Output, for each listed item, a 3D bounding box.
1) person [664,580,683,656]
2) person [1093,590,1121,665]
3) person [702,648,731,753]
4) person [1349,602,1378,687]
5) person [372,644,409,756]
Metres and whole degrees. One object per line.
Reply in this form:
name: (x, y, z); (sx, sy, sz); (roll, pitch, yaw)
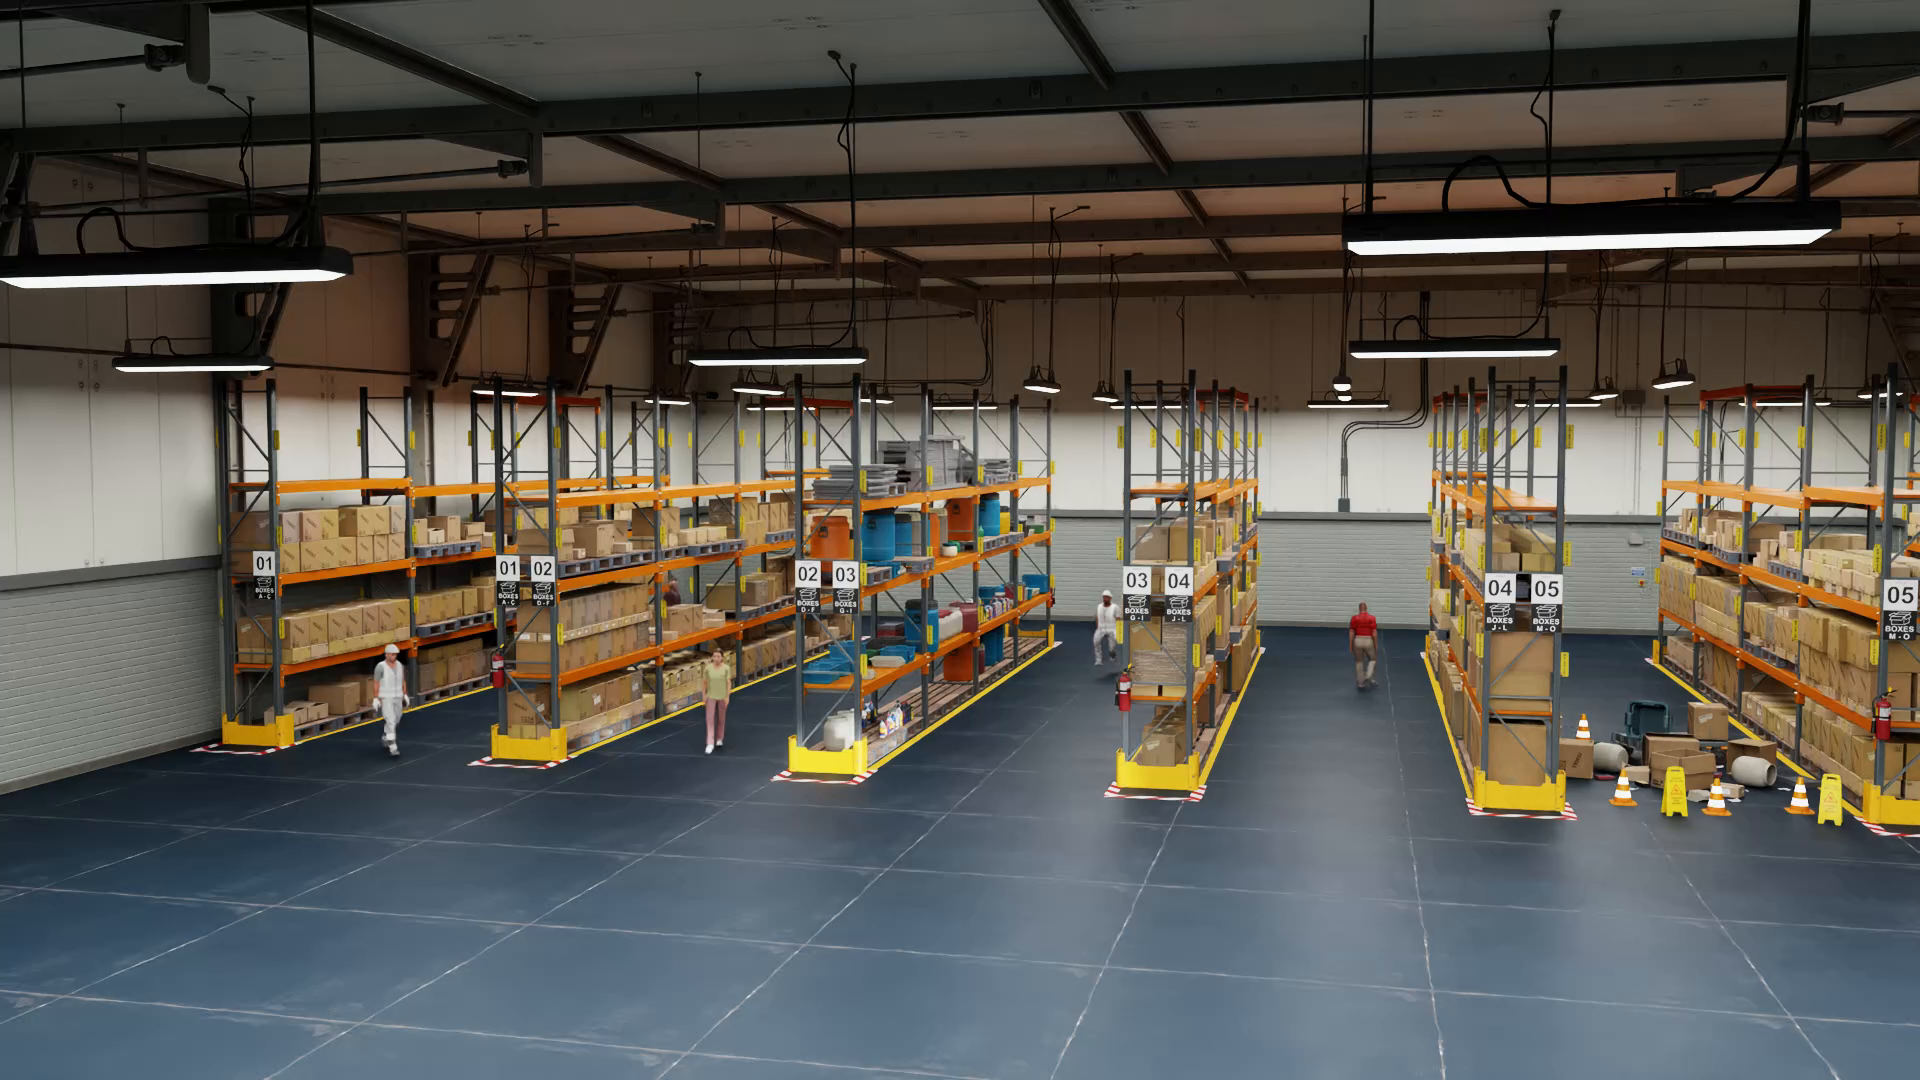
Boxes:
person: (-6.637, 1.809, 38.457); (0.666, 1.737, 1.035); (2, 4, 35)
person: (3.093, 1.845, 35.150); (0.600, 1.547, 1.077); (1, 4, 16)
person: (-3.920, 2.553, 26.819); (0.479, 1.626, 0.928); (-1, 4, -14)
person: (8.172, 2.124, 33.637); (0.587, 1.724, 0.532); (1, 4, 15)
person: (-9.110, 2.534, 26.618); (0.917, 1.756, 0.556); (2, 4, 35)
